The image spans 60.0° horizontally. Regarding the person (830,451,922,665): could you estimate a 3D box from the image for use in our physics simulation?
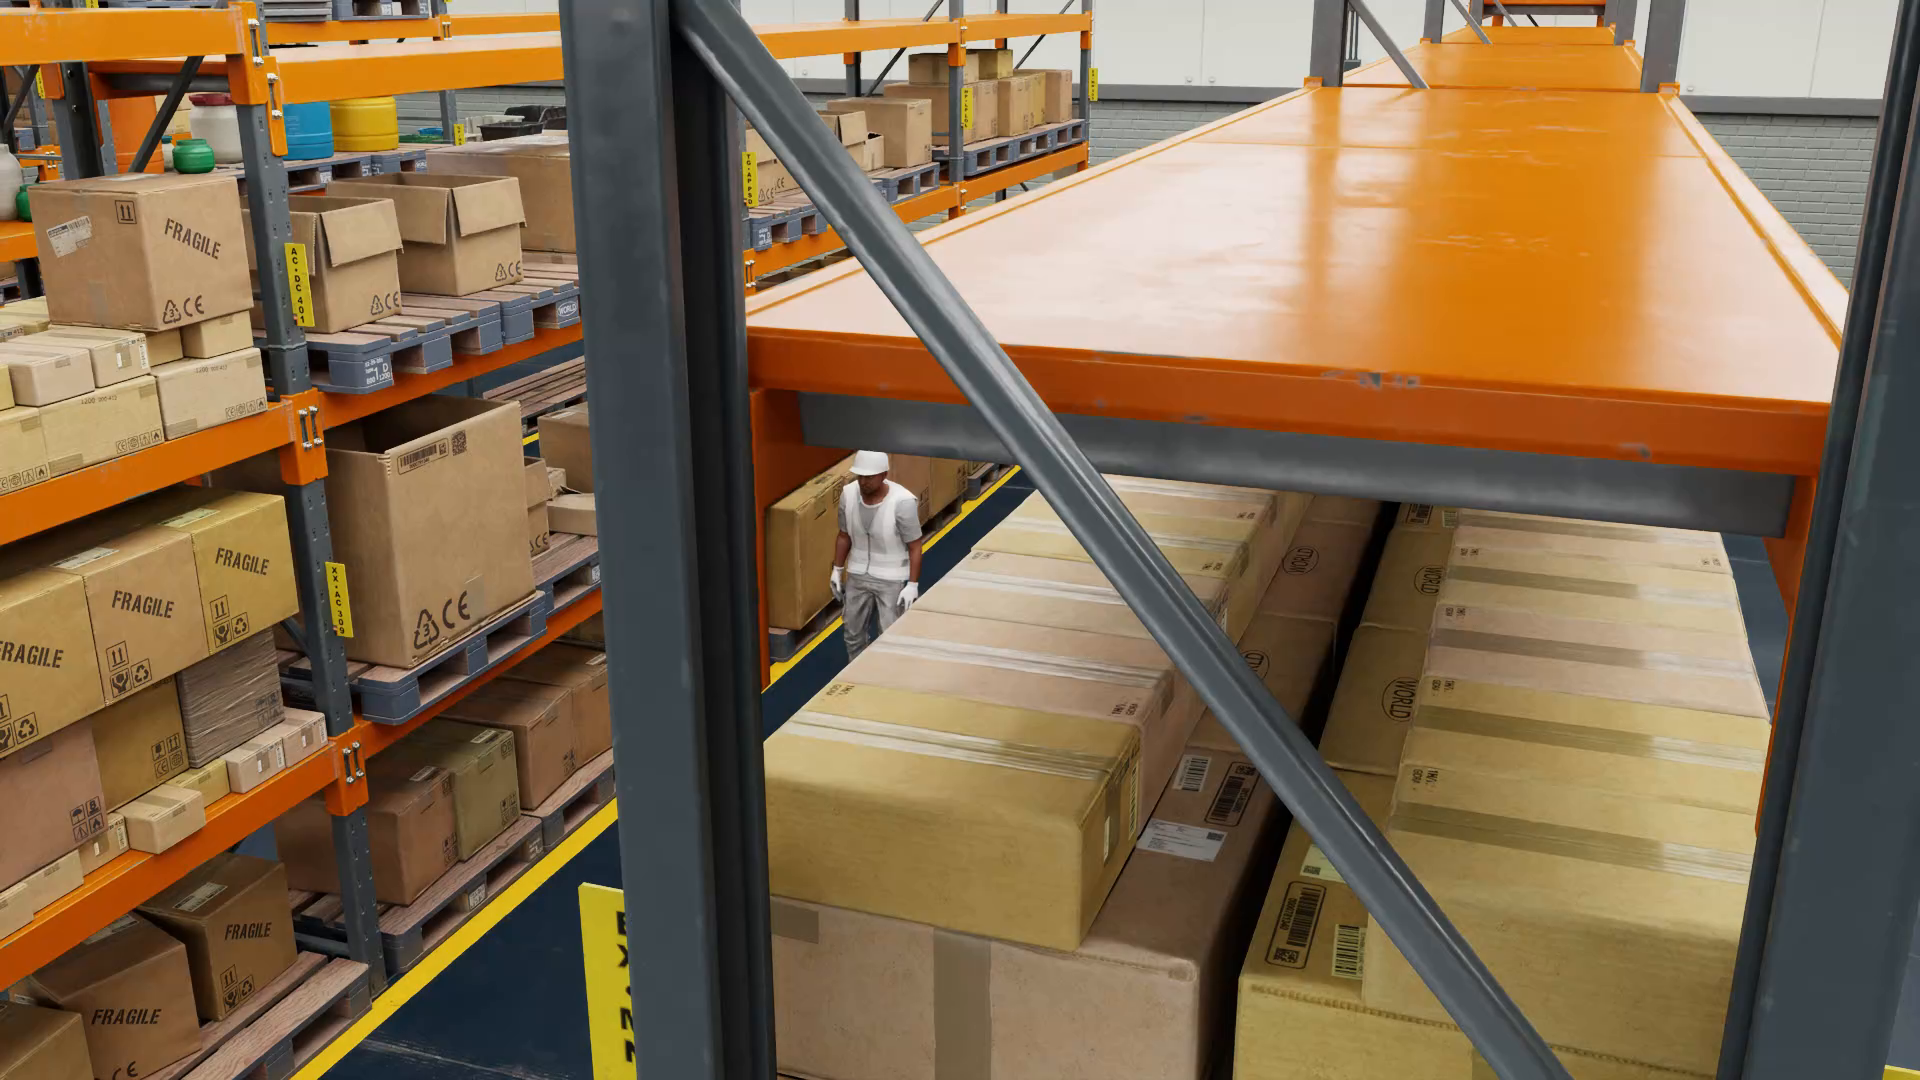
[{"bbox_3d":[-0.525,0.256,10.277,0.612,1.772,0.449,10,21,27],"label":"person"}]
